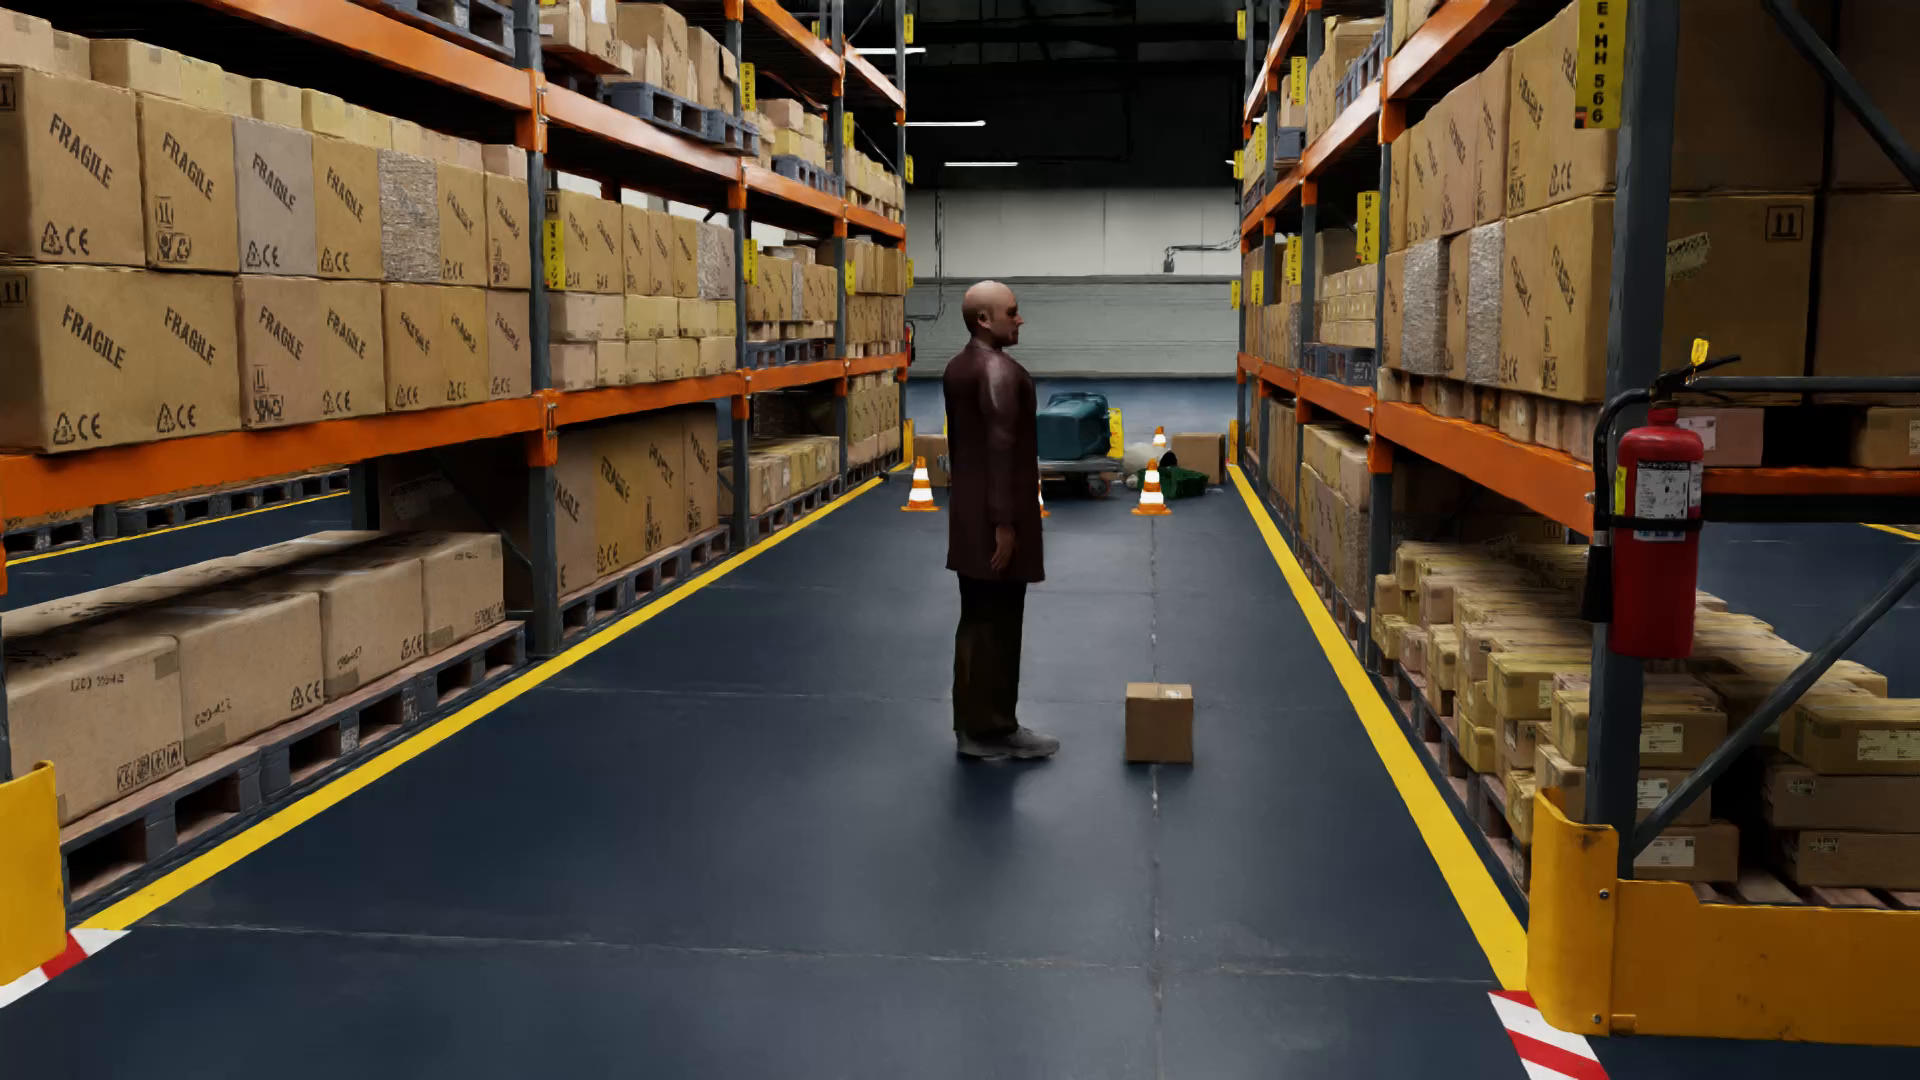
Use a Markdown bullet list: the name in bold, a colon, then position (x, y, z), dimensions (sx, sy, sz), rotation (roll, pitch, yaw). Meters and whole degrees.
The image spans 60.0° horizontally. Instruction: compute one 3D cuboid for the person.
- **person**: position (0.126, -0.086, 6.358), dimensions (0.379, 1.785, 0.735), rotation (-3, 8, -23)
